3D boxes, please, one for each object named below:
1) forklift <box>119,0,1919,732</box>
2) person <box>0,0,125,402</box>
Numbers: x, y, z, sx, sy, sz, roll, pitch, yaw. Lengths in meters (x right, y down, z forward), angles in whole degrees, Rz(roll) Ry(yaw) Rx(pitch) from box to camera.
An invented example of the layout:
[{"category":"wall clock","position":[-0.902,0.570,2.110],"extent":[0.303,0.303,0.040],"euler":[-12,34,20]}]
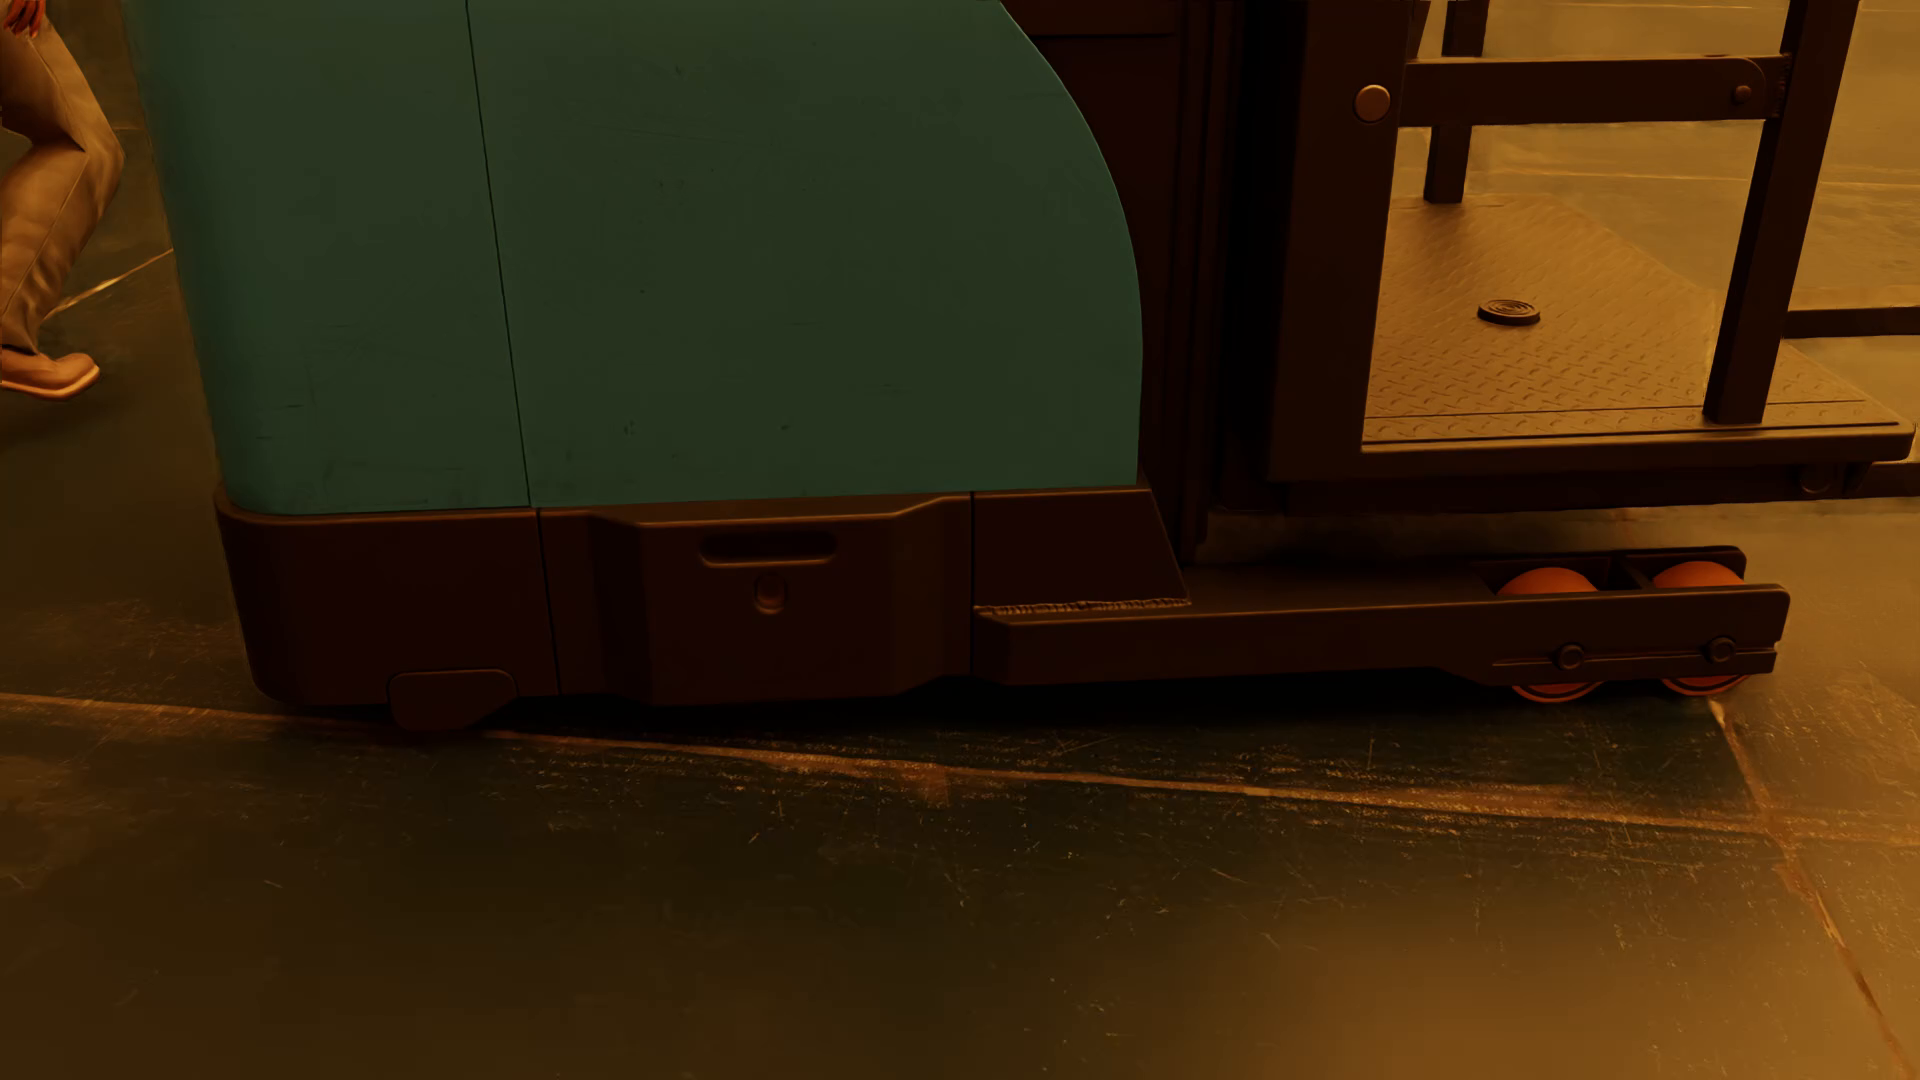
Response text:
[{"category":"forklift","position":[0.610,-1.341,1.905],"extent":[3.031,2.935,1.130],"euler":[-2,27,-5]},{"category":"person","position":[-1.779,-0.950,2.664],"extent":[0.814,1.576,0.473],"euler":[7,27,13]}]
